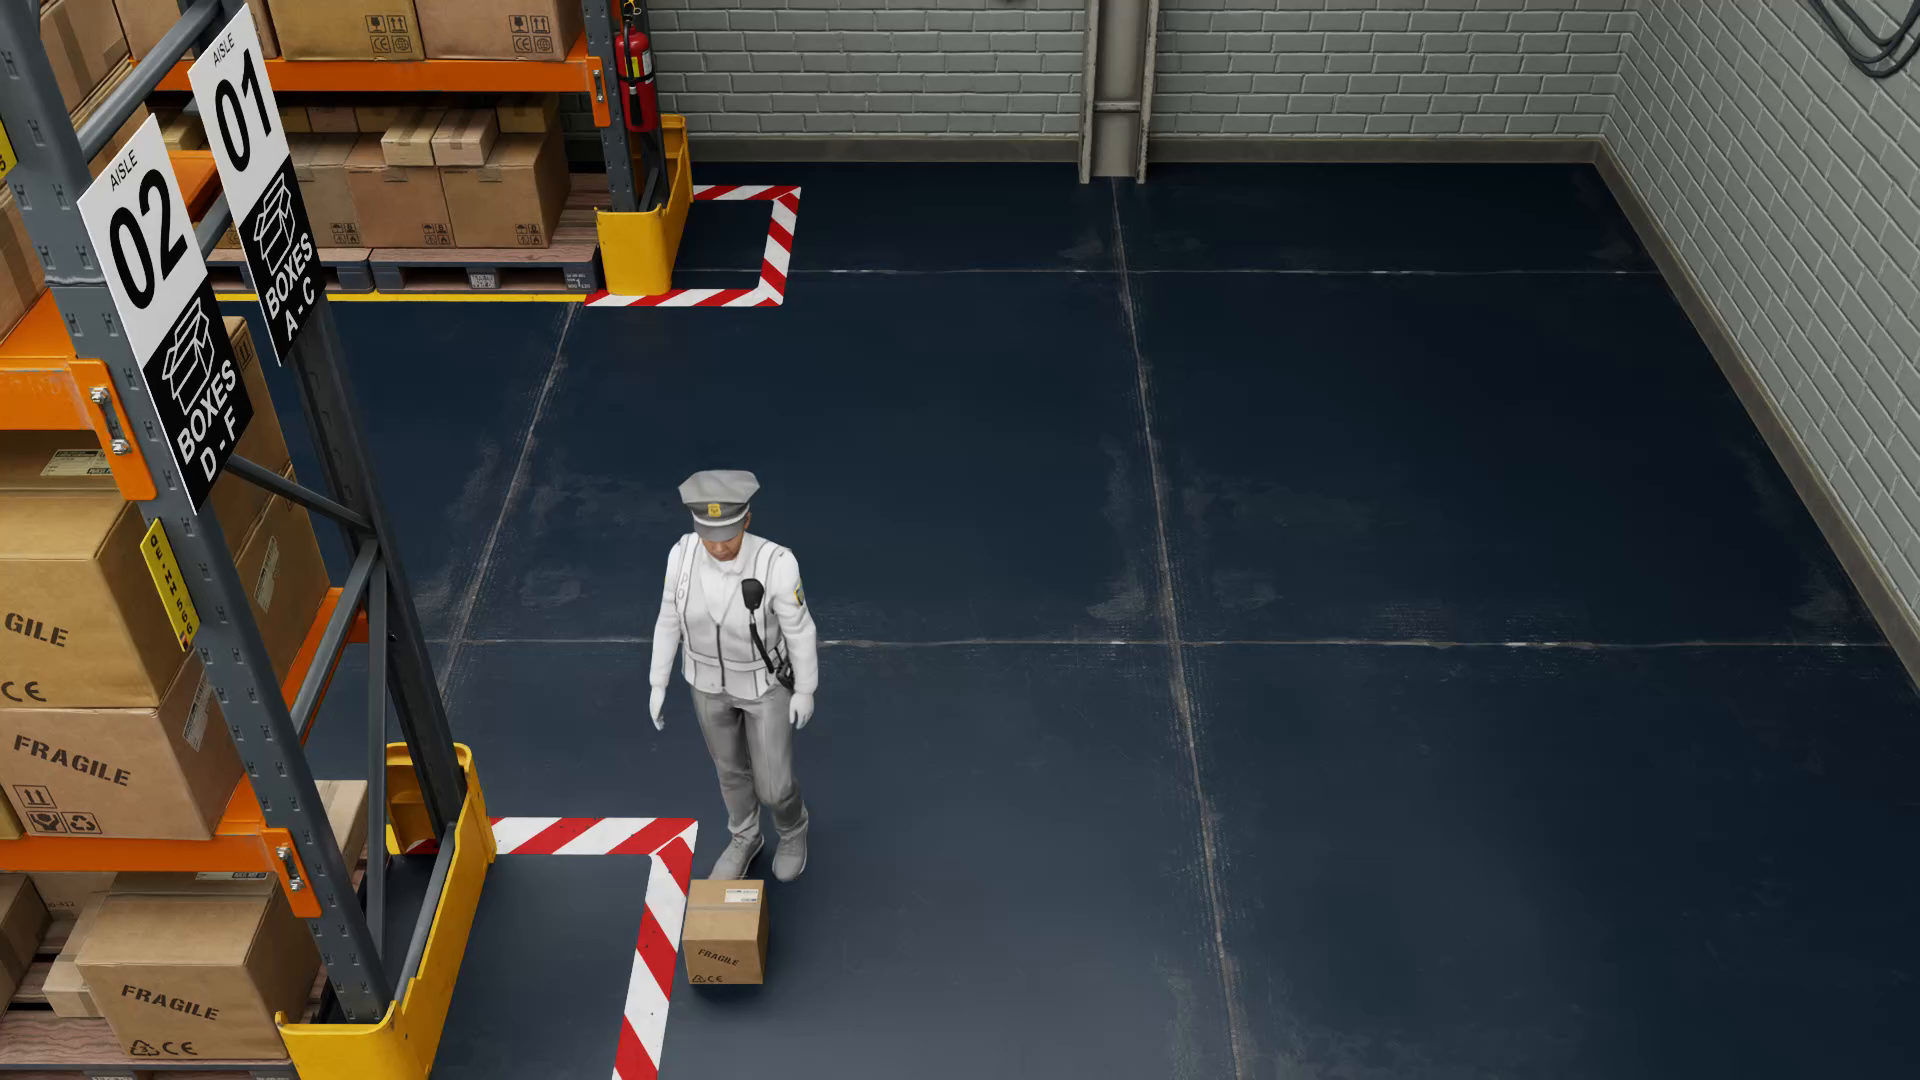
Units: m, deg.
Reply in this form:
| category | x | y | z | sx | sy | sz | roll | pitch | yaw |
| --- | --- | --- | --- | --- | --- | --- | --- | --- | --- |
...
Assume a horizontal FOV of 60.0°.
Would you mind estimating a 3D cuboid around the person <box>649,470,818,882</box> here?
| category | x | y | z | sx | sy | sz | roll | pitch | yaw |
| --- | --- | --- | --- | --- | --- | --- | --- | --- | --- |
| person | -0.757 | 0.514 | 5.547 | 0.549 | 1.707 | 0.410 | 9 | 41 | 11 |
